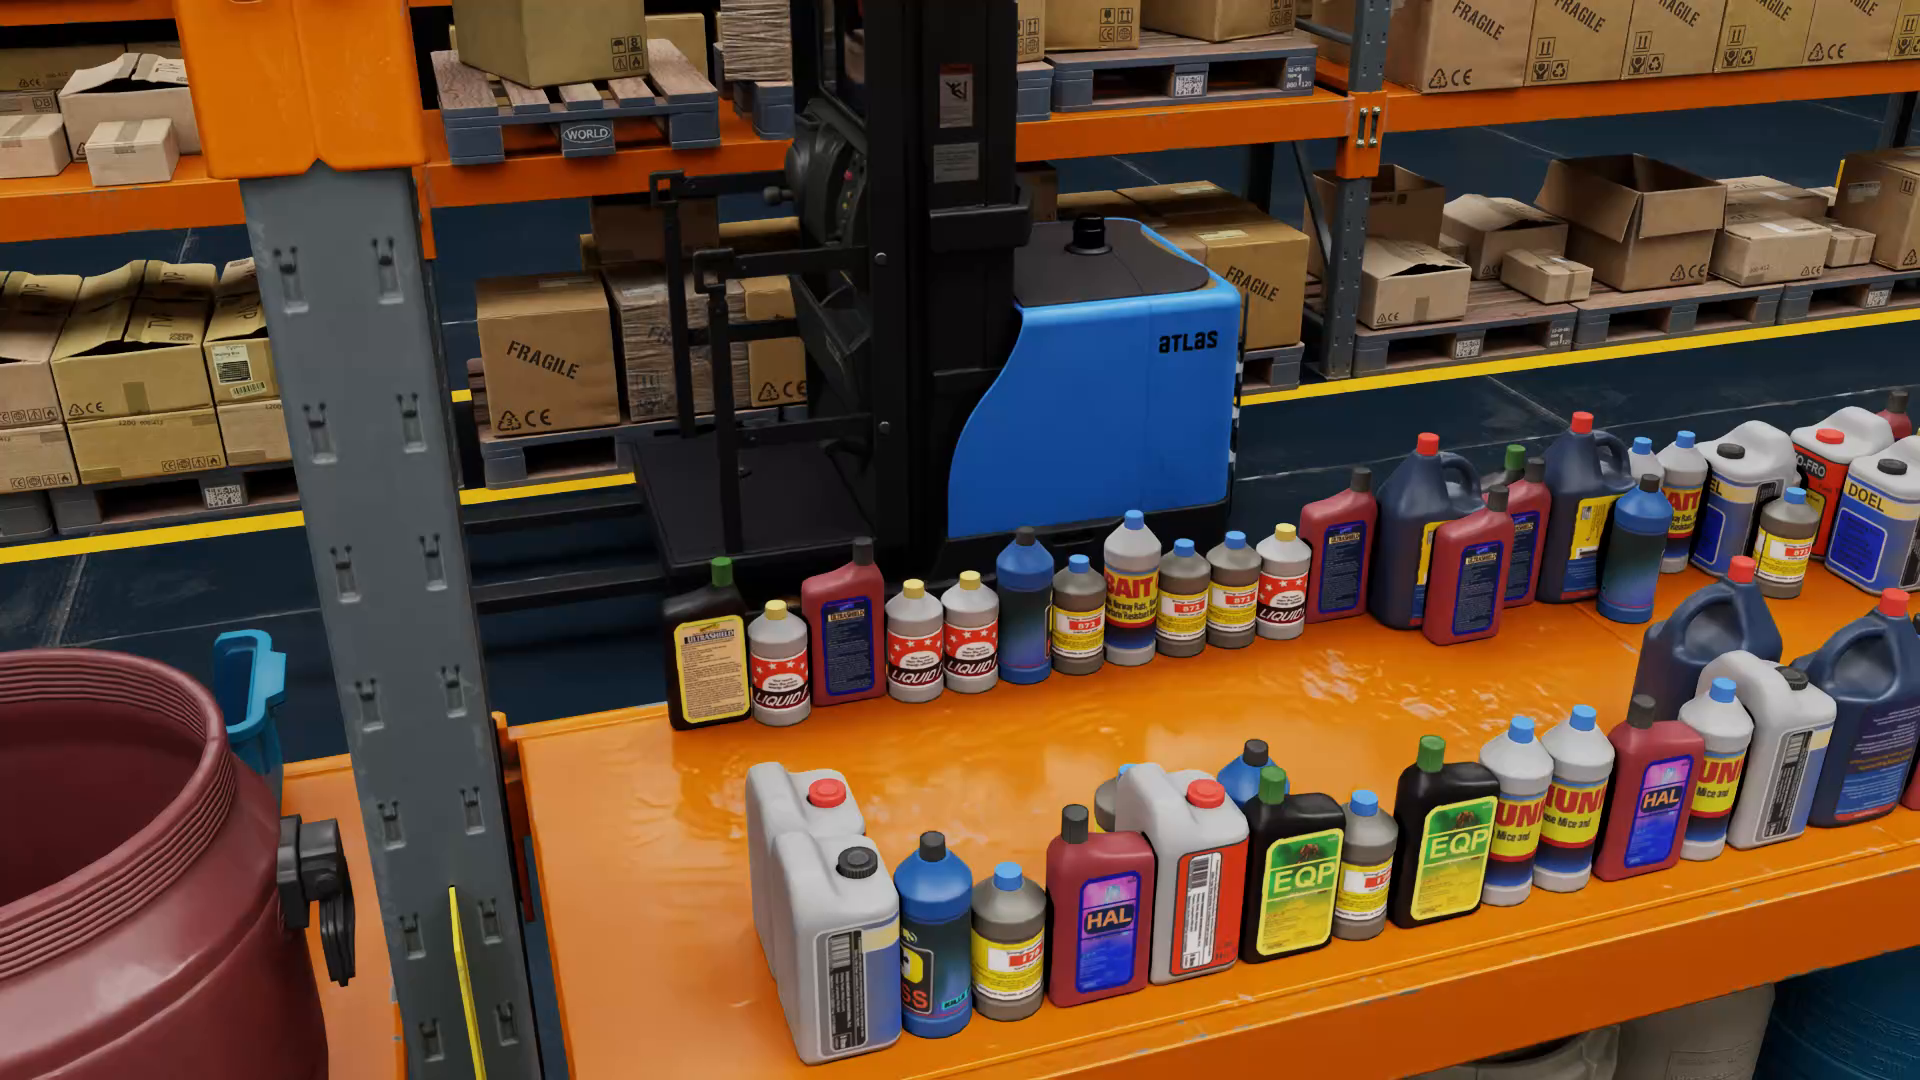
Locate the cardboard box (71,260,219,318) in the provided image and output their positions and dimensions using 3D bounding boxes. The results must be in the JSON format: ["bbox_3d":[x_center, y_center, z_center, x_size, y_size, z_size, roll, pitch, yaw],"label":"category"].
[{"bbox_3d":[-3.279,-0.930,6.738,0.500,0.311,0.500,-9,28,-17],"label":"cardboard box"}]

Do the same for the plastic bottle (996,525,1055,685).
[{"bbox_3d":[0.109,0.104,2.812,0.097,0.271,0.097,0,26,0],"label":"plastic bottle"}]

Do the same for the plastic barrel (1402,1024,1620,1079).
[{"bbox_3d":[0.870,1.011,3.080,0.708,0.588,0.600,-8,28,-16],"label":"plastic barrel"}]

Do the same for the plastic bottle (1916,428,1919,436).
[{"bbox_3d":[1.930,-0.128,3.359,0.097,0.201,0.097,0,26,0],"label":"plastic bottle"}]

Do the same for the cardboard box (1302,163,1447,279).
[{"bbox_3d":[2.064,-1.572,8.360,0.500,0.500,0.500,-8,28,-16],"label":"cardboard box"}]

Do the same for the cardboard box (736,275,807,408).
[{"bbox_3d":[-0.698,-0.906,7.019,0.500,0.500,0.500,-9,28,-17],"label":"cardboard box"}]

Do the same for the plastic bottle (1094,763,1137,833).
[{"bbox_3d":[0.232,0.401,2.292,0.097,0.201,0.097,0,26,0],"label":"plastic bottle"}]

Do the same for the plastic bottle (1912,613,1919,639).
[{"bbox_3d":[1.443,0.237,2.543,0.097,0.271,0.097,0,26,0],"label":"plastic bottle"}]

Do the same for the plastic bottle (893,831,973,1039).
[{"bbox_3d":[-0.033,0.479,2.056,0.097,0.271,0.097,0,26,0],"label":"plastic bottle"}]

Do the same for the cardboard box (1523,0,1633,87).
[{"bbox_3d":[2.665,-2.368,7.534,0.500,0.500,0.500,-8,27,-15],"label":"cardboard box"}]

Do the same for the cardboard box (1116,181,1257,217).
[{"bbox_3d":[1.074,-1.410,8.034,0.500,0.500,0.500,-10,28,-18],"label":"cardboard box"}]

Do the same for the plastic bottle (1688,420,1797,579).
[{"bbox_3d":[1.481,-0.084,3.185,0.135,0.276,0.152,-8,28,-16],"label":"plastic bottle"}]

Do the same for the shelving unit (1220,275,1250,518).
[{"bbox_3d":[0.914,-0.526,6.298,0.210,0.900,0.258,-8,27,-15],"label":"shelving unit"}]

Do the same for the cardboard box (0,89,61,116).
[{"bbox_3d":[-5.866,-2.620,10.471,0.500,0.500,0.700,-8,27,-16],"label":"cardboard box"}]

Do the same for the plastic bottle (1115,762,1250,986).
[{"bbox_3d":[0.288,0.418,2.174,0.135,0.276,0.152,-8,28,-16],"label":"plastic bottle"}]

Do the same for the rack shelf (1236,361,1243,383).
[{"bbox_3d":[0.914,-0.658,6.233,0.200,0.077,0.258,-8,27,-15],"label":"rack shelf"}]

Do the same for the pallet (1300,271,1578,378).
[{"bbox_3d":[2.263,-1.142,8.312,1.213,0.211,1.003,-8,28,-16],"label":"pallet"}]

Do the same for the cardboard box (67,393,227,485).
[{"bbox_3d":[-3.107,-0.454,6.411,0.500,0.250,0.500,-9,28,-17],"label":"cardboard box"}]

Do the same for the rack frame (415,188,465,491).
[{"bbox_3d":[-2.194,-1.746,6.393,0.127,3.000,1.000,-8,28,-16],"label":"rack frame"}]

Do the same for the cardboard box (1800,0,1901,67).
[{"bbox_3d":[4.103,-2.576,7.953,0.500,0.500,0.500,-8,28,-16],"label":"cardboard box"}]

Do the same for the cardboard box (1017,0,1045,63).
[{"bbox_3d":[-0.051,-2.260,6.844,0.500,0.500,0.700,-16,31,-29],"label":"cardboard box"}]

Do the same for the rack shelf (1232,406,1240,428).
[{"bbox_3d":[0.914,-0.497,6.313,0.200,0.077,0.258,-8,27,-15],"label":"rack shelf"}]

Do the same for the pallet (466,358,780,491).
[{"bbox_3d":[-1.472,-0.583,7.188,1.213,0.211,1.003,-8,28,-16],"label":"pallet"}]

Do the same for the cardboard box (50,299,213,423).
[{"bbox_3d":[-3.108,-0.703,6.282,0.500,0.311,0.500,-9,28,-17],"label":"cardboard box"}]

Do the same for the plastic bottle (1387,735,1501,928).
[{"bbox_3d":[0.649,0.384,2.235,0.133,0.283,0.061,-8,28,-16],"label":"plastic bottle"}]

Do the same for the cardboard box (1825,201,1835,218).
[{"bbox_3d":[4.671,-1.829,9.251,0.250,0.166,0.380,-8,28,-16],"label":"cardboard box"}]

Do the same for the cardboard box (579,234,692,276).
[{"bbox_3d":[-1.377,-1.051,7.310,0.500,0.500,0.500,-7,27,-14],"label":"cardboard box"}]

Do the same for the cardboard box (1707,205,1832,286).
[{"bbox_3d":[4.060,-1.516,8.527,0.500,0.250,0.500,-8,28,-16],"label":"cardboard box"}]

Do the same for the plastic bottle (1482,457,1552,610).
[{"bbox_3d":[0.997,-0.010,3.028,0.133,0.283,0.061,-8,28,-16],"label":"plastic bottle"}]

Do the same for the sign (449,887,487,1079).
[{"bbox_3d":[-0.486,0.508,1.671,0.005,0.325,0.100,-8,28,-16],"label":"sign"}]

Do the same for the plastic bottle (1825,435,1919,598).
[{"bbox_3d":[1.749,-0.052,3.120,0.135,0.276,0.152,-8,28,-16],"label":"plastic bottle"}]

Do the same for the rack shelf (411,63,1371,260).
[{"bbox_3d":[-0.292,-1.699,7.108,4.000,0.370,1.077,-8,28,-16],"label":"rack shelf"}]

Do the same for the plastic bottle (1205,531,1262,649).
[{"bbox_3d":[0.479,0.082,2.936,0.097,0.201,0.097,0,26,0],"label":"plastic bottle"}]

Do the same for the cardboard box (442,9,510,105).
[{"bbox_3d":[-2.991,-3.111,11.088,0.750,0.750,0.750,-9,28,-17],"label":"cardboard box"}]

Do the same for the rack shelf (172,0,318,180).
[{"bbox_3d":[-2.565,-0.397,1.112,4.000,0.370,1.077,-8,28,-16],"label":"rack shelf"}]

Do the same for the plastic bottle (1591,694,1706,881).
[{"bbox_3d":[0.961,0.339,2.326,0.133,0.283,0.061,-8,28,-16],"label":"plastic bottle"}]

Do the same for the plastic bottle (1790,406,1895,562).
[{"bbox_3d":[1.702,-0.116,3.250,0.135,0.276,0.152,-8,28,-16],"label":"plastic bottle"}]

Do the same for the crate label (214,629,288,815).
[{"bbox_3d":[-1.180,0.324,2.413,0.416,0.233,0.303,-8,28,-16],"label":"crate label"}]

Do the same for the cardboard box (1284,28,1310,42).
[{"bbox_3d":[2.287,-3.733,12.734,0.500,0.500,0.700,-9,28,-18],"label":"cardboard box"}]

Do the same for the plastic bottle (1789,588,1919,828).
[{"bbox_3d":[1.320,0.237,2.455,0.185,0.351,0.144,-8,28,-16],"label":"plastic bottle"}]

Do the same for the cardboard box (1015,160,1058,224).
[{"bbox_3d":[0.123,-1.609,7.590,0.500,0.250,0.500,-8,28,-16],"label":"cardboard box"}]

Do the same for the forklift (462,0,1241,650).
[{"bbox_3d":[-0.619,-1.197,5.366,3.031,2.935,1.130,-8,27,-15],"label":"forklift"}]

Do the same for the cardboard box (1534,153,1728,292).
[{"bbox_3d":[3.395,-1.636,8.485,0.637,0.503,0.797,-8,28,-16],"label":"cardboard box"}]

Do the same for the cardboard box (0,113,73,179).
[{"bbox_3d":[-3.389,-1.434,6.047,0.250,0.149,0.380,-6,27,-12],"label":"cardboard box"}]

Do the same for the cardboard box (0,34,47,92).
[{"bbox_3d":[-5.929,-2.946,10.284,0.500,0.250,0.500,-9,28,-18],"label":"cardboard box"}]

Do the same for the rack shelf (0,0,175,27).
[{"bbox_3d":[-5.633,-3.242,10.216,4.000,0.370,1.077,-8,28,-16],"label":"rack shelf"}]

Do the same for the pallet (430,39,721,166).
[{"bbox_3d":[-1.571,-1.783,6.684,1.003,0.211,1.213,-8,28,-16],"label":"pallet"}]

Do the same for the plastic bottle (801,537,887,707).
[{"bbox_3d":[-0.191,0.134,2.739,0.133,0.283,0.061,-8,28,-16],"label":"plastic bottle"}]

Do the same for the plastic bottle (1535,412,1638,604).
[{"bbox_3d":[1.143,-0.070,3.074,0.185,0.351,0.144,-8,28,-16],"label":"plastic bottle"}]

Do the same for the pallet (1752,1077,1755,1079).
[{"bbox_3d":[1.231,1.306,3.383,1.213,0.211,1.003,-8,28,-16],"label":"pallet"}]
